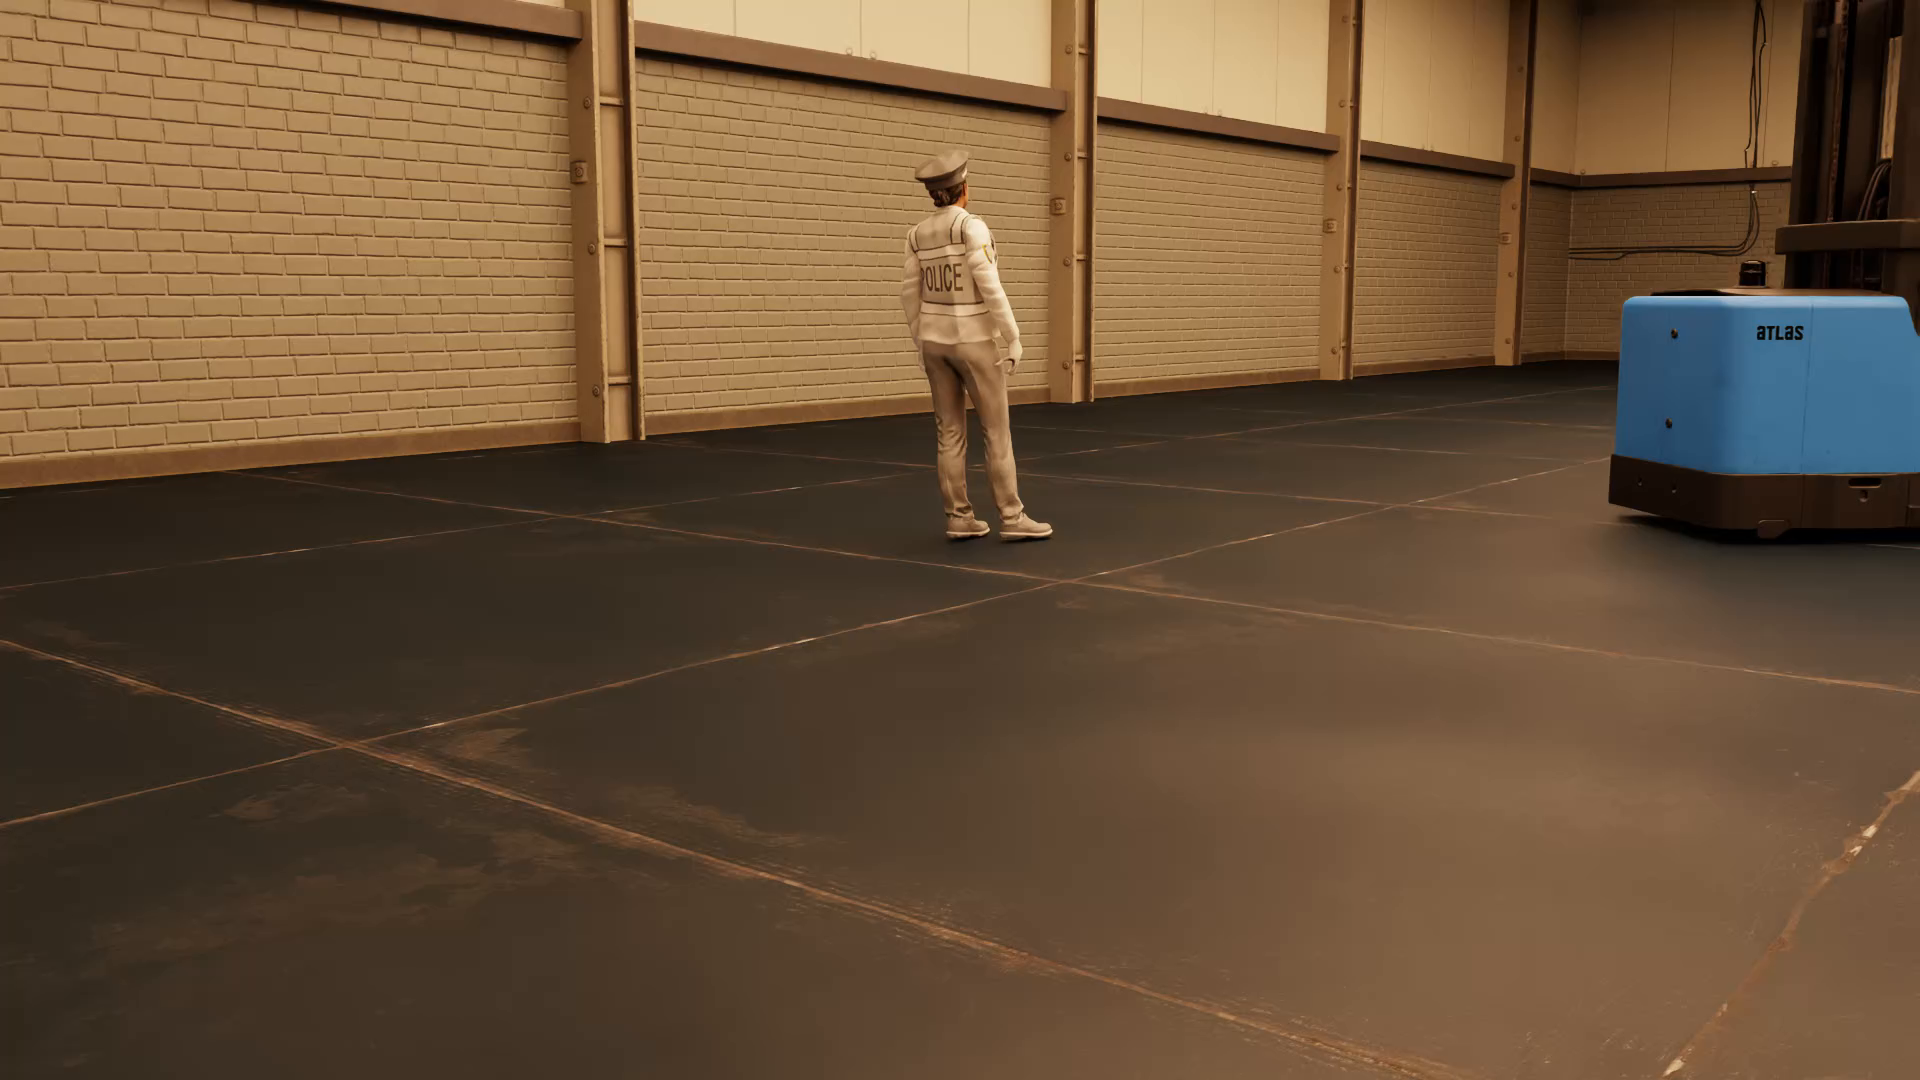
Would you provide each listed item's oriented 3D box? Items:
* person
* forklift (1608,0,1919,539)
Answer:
[{"bbox_3d":[0.047,-0.852,7.329,0.588,1.696,0.533,7,11,38],"label":"person"},{"bbox_3d":[4.731,-1.520,7.672,3.031,2.935,1.130,-1,8,-6],"label":"forklift"}]
